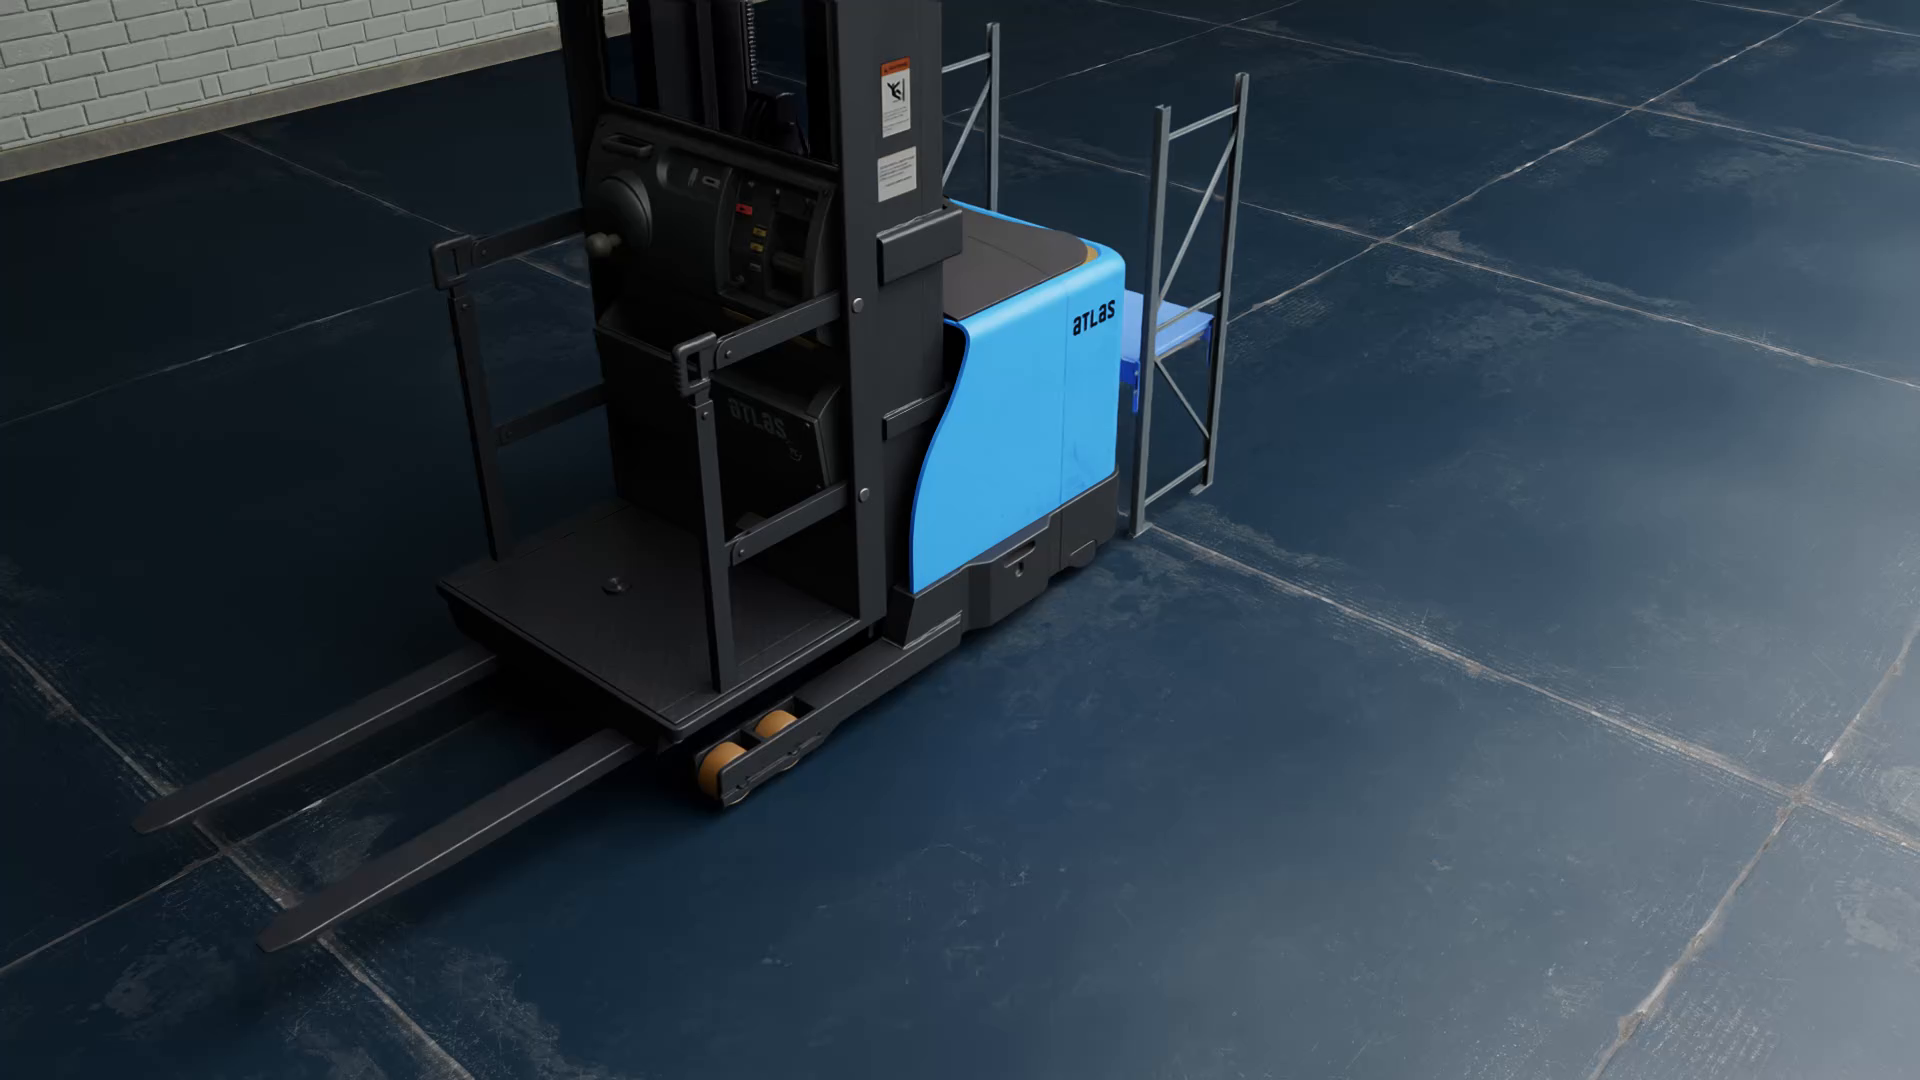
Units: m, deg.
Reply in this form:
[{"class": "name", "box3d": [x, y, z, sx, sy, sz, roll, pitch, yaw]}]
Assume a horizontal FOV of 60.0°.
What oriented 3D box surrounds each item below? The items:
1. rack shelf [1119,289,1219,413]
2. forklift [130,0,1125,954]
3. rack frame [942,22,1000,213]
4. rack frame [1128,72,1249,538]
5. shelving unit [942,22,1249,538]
[{"class": "rack shelf", "box3d": [0.363, -0.765, 5.916, 1.000, 0.185, 0.538, 23, 38, 33]}, {"class": "forklift", "box3d": [-0.820, -0.829, 4.285, 1.130, 2.935, 3.031, 24, 39, 34]}, {"class": "rack frame", "box3d": [-0.030, -1.086, 6.100, 0.032, 1.500, 0.500, 23, 38, 33]}, {"class": "rack frame", "box3d": [0.756, -0.753, 5.547, 0.032, 1.500, 0.500, 23, 38, 33]}, {"class": "shelving unit", "box3d": [0.363, -0.920, 5.823, 1.048, 1.500, 0.538, 23, 38, 33]}]
